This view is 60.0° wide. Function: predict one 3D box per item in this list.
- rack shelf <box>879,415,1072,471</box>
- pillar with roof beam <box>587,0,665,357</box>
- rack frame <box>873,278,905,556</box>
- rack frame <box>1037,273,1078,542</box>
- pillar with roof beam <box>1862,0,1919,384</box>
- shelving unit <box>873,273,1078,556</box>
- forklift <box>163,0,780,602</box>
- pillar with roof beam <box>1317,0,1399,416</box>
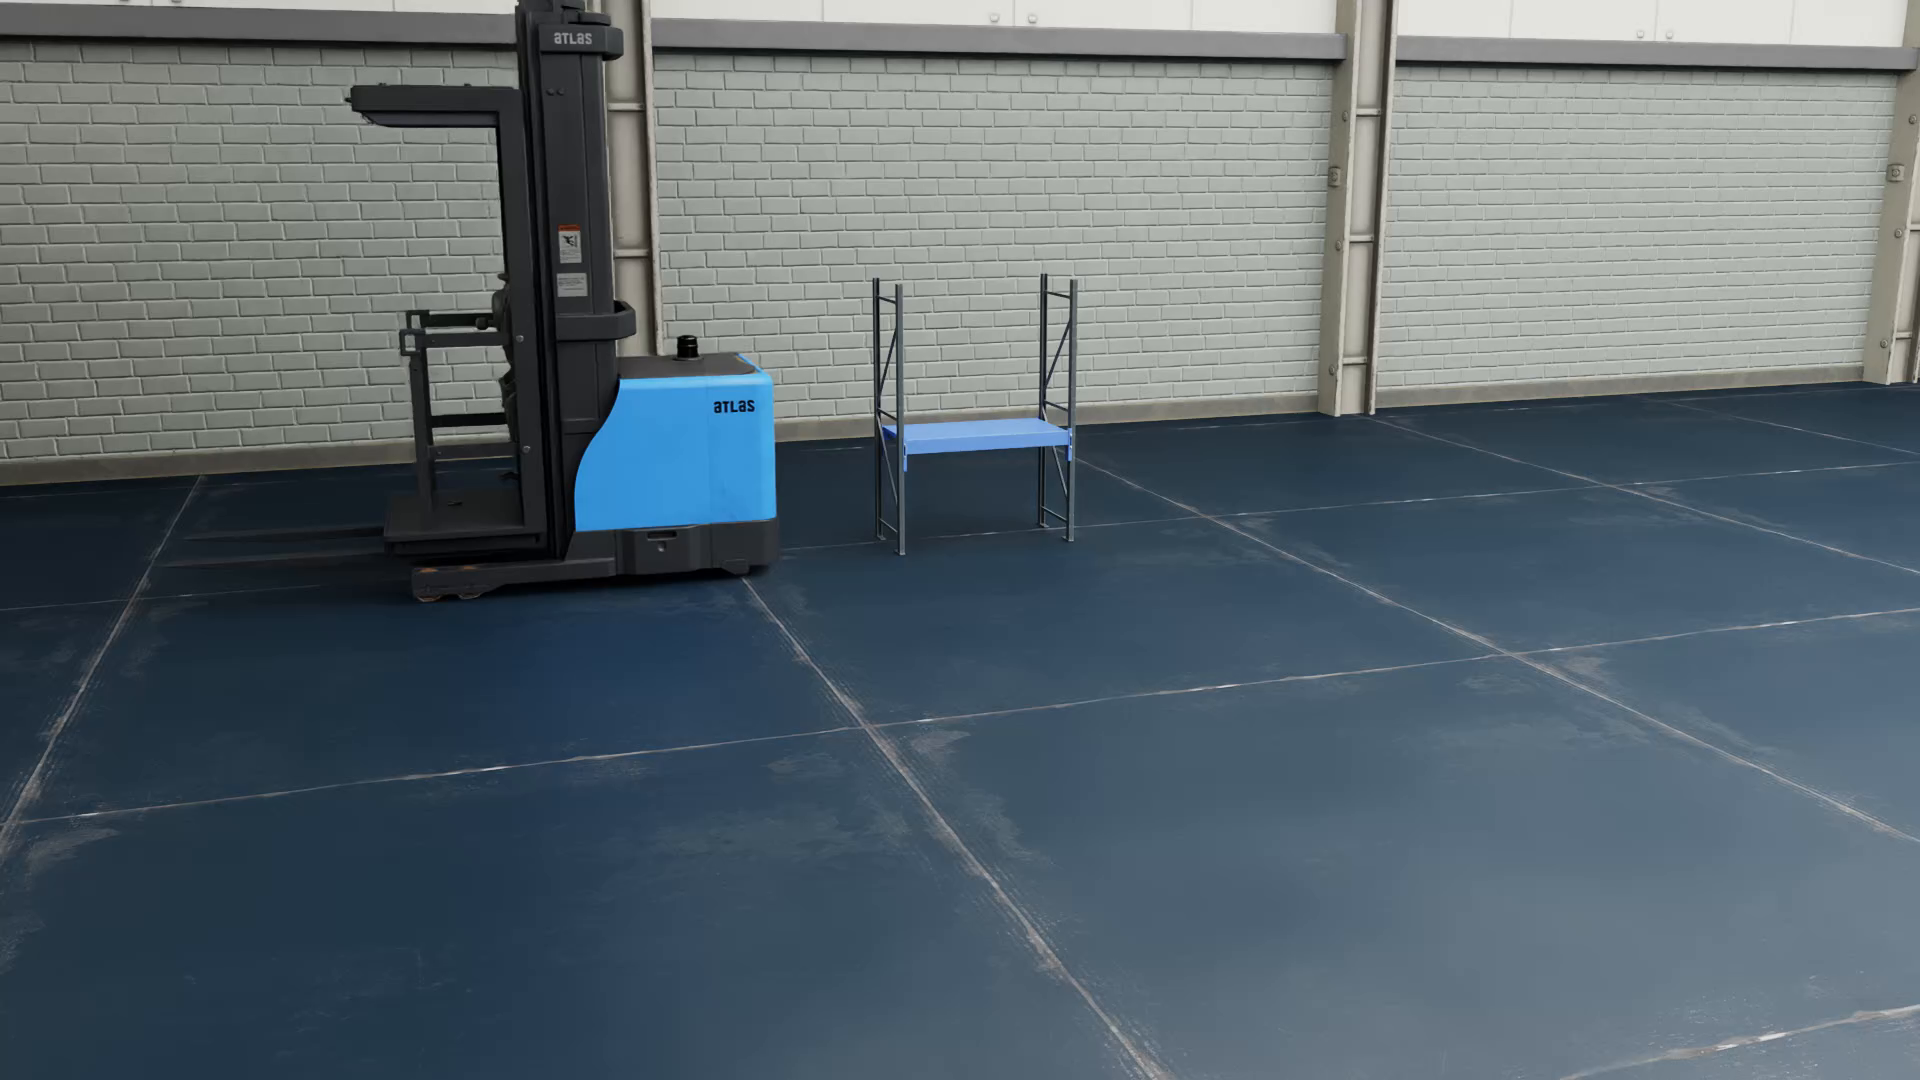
[{"bbox_3d":[0.081,-0.561,9.537,1.000,0.185,0.538,-4,14,-18],"label":"rack shelf"},{"bbox_3d":[-1.015,-4.082,7.358,0.400,9.000,9.100,-4,14,-18],"label":"pillar with roof beam"},{"bbox_3d":[-0.401,-0.698,9.338,0.032,1.500,0.500,-4,14,-18],"label":"rack frame"},{"bbox_3d":[0.563,-0.773,9.653,0.032,1.500,0.500,-4,14,-18],"label":"rack frame"},{"bbox_3d":[10.358,-4.968,11.081,0.400,9.000,9.100,-4,14,-18],"label":"pillar with roof beam"},{"bbox_3d":[0.081,-0.736,9.496,1.048,1.500,0.538,-4,14,-18],"label":"shelving unit"},{"bbox_3d":[-2.537,-1.251,8.568,3.031,2.935,1.130,-4,14,-16],"label":"forklift"},{"bbox_3d":[4.671,-4.525,9.220,0.400,9.000,9.100,-4,14,-18],"label":"pillar with roof beam"}]
